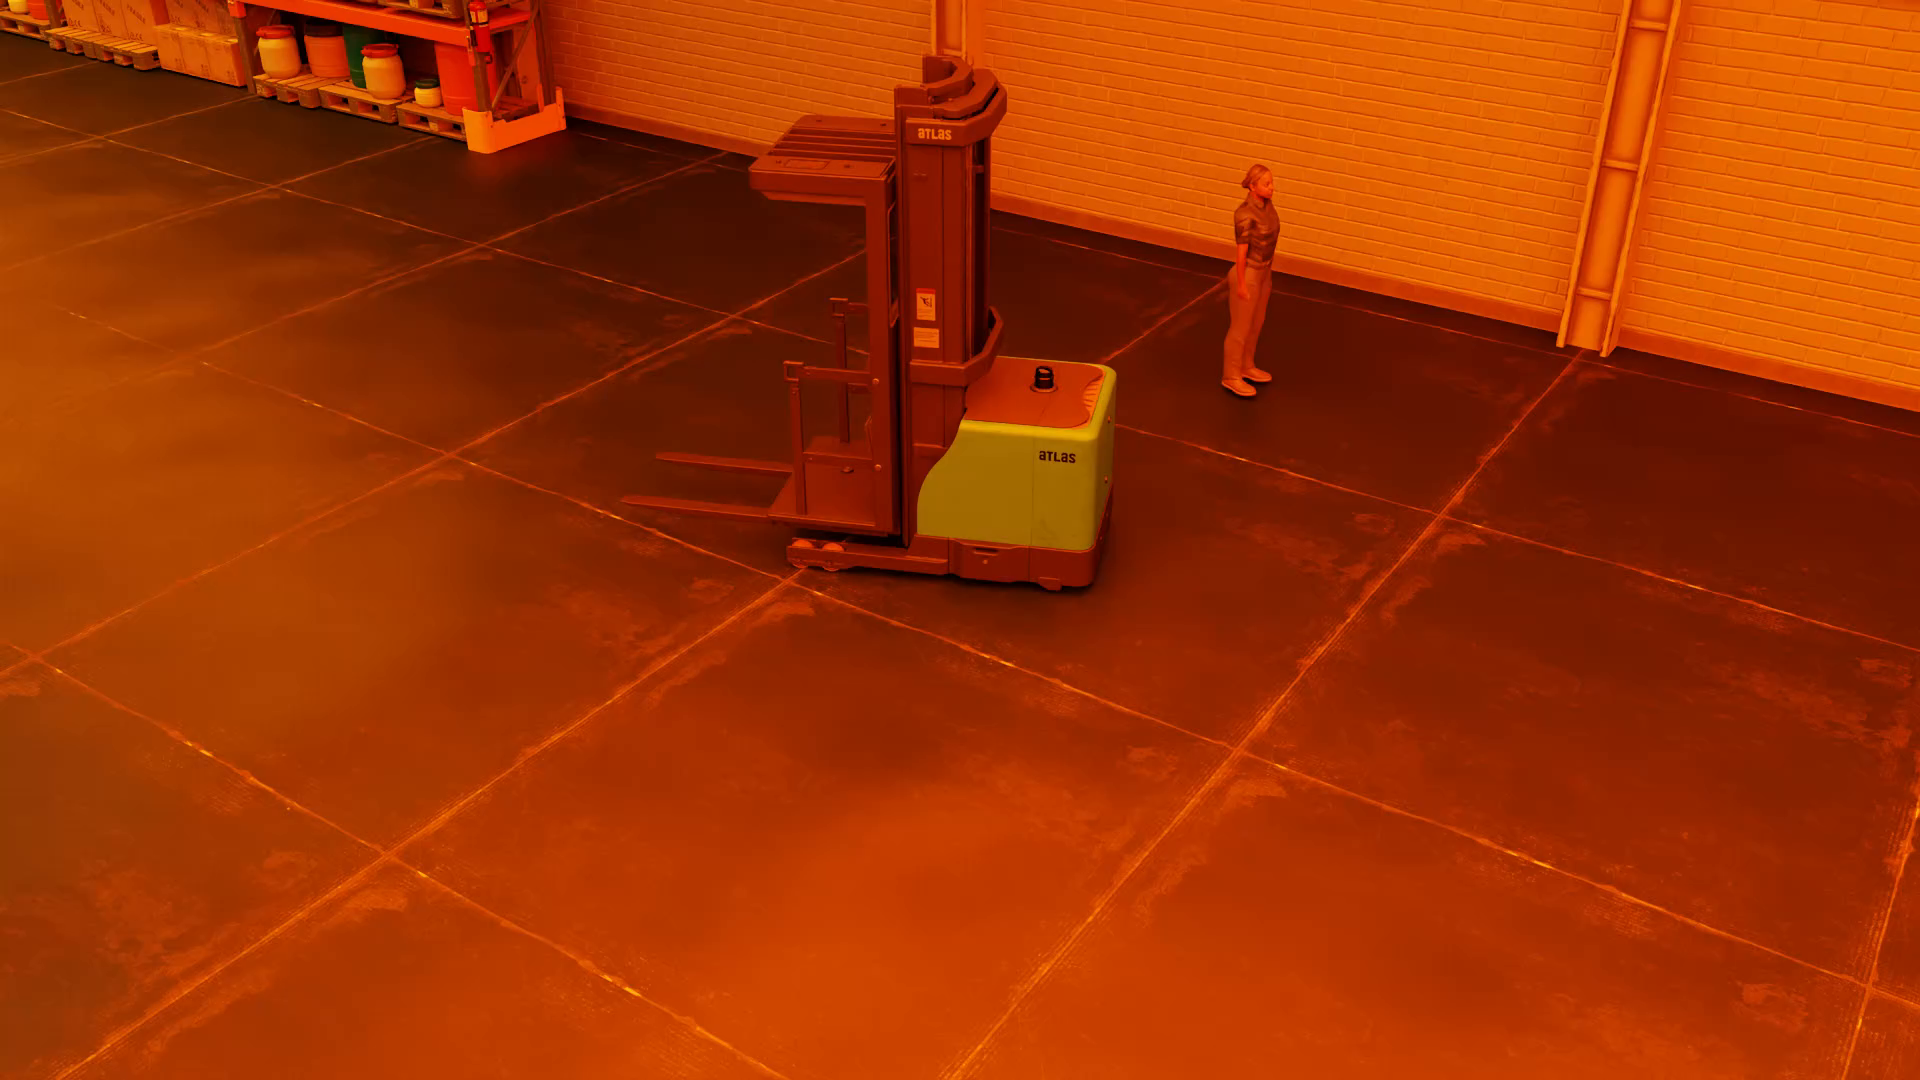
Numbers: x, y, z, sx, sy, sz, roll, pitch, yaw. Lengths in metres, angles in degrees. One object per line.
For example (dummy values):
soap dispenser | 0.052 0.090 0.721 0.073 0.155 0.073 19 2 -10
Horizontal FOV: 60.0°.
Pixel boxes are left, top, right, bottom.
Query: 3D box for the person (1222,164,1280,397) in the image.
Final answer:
person | 2.128 -1.892 12.035 0.337 1.659 0.446 18 35 28

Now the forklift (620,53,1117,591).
forklift | -0.596 -1.330 9.871 3.031 2.935 1.130 6 31 10
